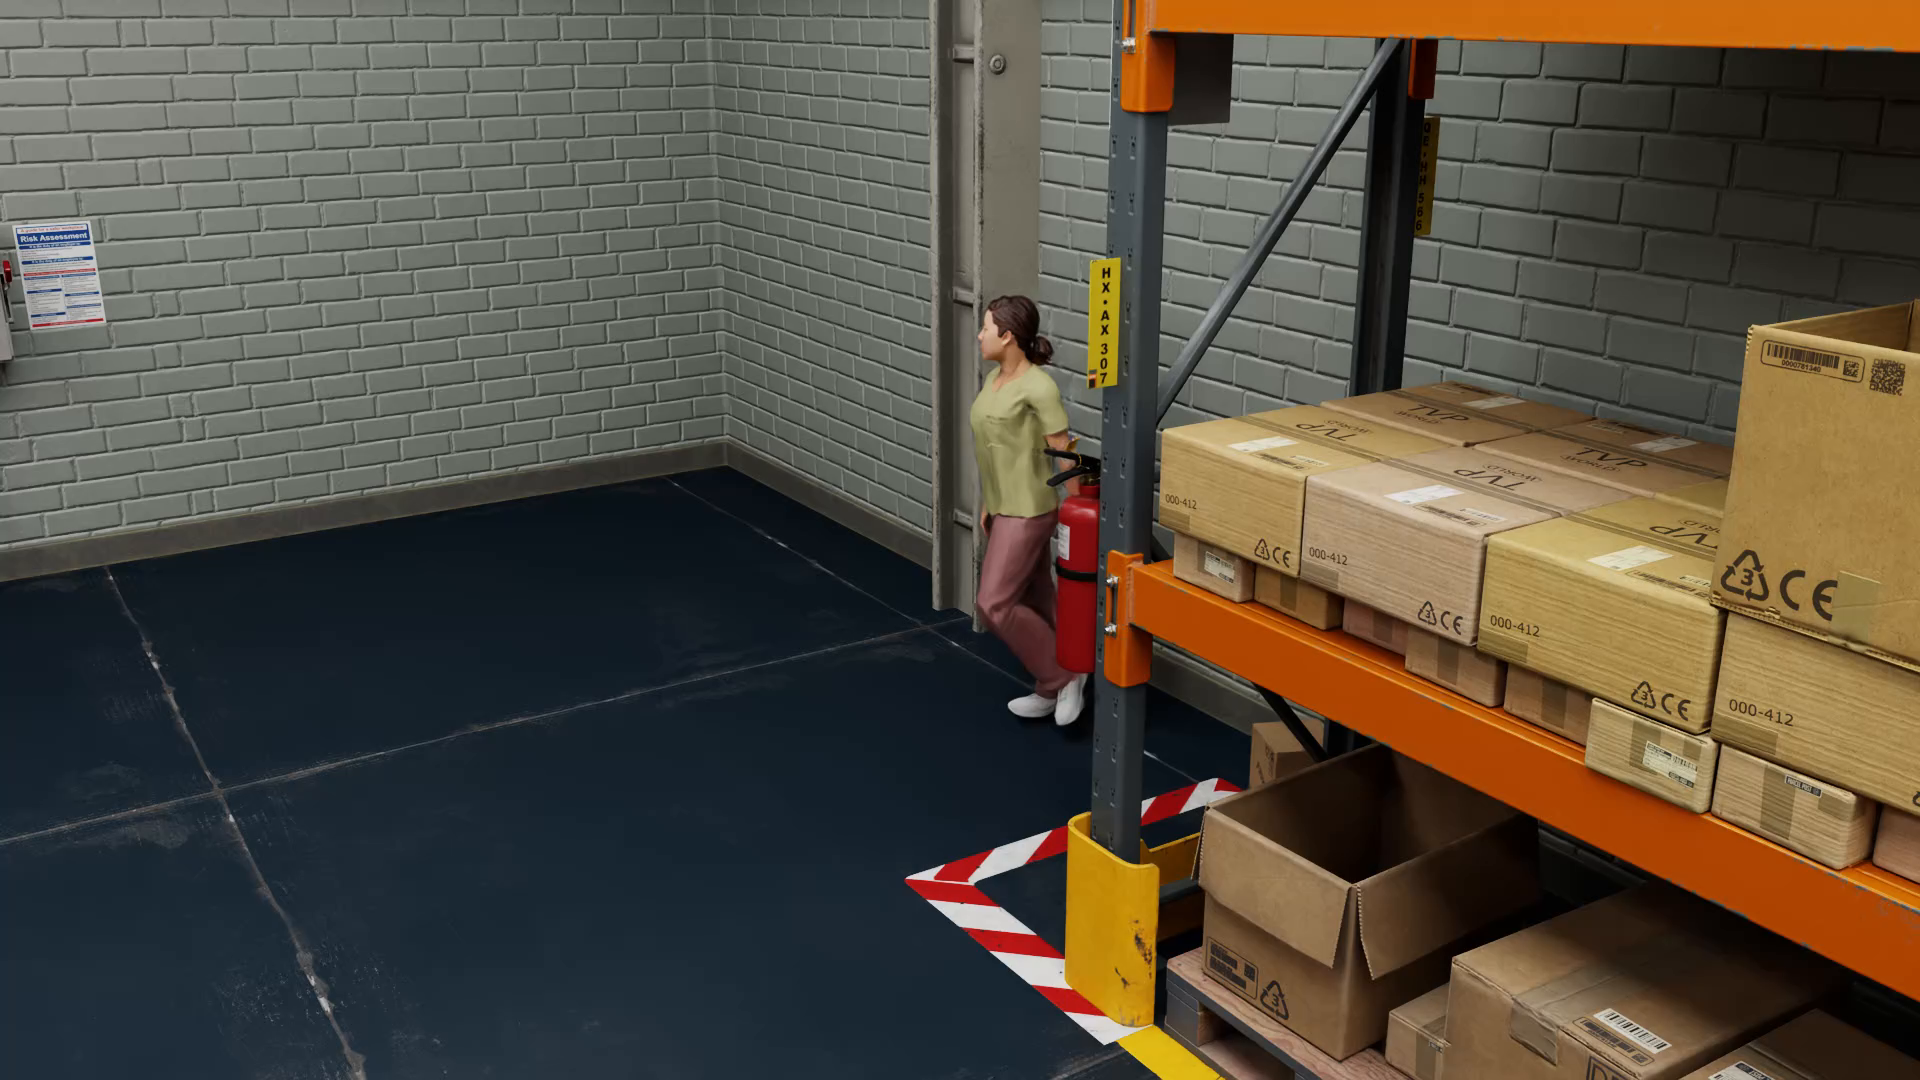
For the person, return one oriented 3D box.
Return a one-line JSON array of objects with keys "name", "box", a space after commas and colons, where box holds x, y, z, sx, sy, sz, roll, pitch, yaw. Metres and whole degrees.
[{"name": "person", "box": [0.255, -0.096, 6.302, 0.483, 1.649, 0.580, -6, 19, -18]}]
